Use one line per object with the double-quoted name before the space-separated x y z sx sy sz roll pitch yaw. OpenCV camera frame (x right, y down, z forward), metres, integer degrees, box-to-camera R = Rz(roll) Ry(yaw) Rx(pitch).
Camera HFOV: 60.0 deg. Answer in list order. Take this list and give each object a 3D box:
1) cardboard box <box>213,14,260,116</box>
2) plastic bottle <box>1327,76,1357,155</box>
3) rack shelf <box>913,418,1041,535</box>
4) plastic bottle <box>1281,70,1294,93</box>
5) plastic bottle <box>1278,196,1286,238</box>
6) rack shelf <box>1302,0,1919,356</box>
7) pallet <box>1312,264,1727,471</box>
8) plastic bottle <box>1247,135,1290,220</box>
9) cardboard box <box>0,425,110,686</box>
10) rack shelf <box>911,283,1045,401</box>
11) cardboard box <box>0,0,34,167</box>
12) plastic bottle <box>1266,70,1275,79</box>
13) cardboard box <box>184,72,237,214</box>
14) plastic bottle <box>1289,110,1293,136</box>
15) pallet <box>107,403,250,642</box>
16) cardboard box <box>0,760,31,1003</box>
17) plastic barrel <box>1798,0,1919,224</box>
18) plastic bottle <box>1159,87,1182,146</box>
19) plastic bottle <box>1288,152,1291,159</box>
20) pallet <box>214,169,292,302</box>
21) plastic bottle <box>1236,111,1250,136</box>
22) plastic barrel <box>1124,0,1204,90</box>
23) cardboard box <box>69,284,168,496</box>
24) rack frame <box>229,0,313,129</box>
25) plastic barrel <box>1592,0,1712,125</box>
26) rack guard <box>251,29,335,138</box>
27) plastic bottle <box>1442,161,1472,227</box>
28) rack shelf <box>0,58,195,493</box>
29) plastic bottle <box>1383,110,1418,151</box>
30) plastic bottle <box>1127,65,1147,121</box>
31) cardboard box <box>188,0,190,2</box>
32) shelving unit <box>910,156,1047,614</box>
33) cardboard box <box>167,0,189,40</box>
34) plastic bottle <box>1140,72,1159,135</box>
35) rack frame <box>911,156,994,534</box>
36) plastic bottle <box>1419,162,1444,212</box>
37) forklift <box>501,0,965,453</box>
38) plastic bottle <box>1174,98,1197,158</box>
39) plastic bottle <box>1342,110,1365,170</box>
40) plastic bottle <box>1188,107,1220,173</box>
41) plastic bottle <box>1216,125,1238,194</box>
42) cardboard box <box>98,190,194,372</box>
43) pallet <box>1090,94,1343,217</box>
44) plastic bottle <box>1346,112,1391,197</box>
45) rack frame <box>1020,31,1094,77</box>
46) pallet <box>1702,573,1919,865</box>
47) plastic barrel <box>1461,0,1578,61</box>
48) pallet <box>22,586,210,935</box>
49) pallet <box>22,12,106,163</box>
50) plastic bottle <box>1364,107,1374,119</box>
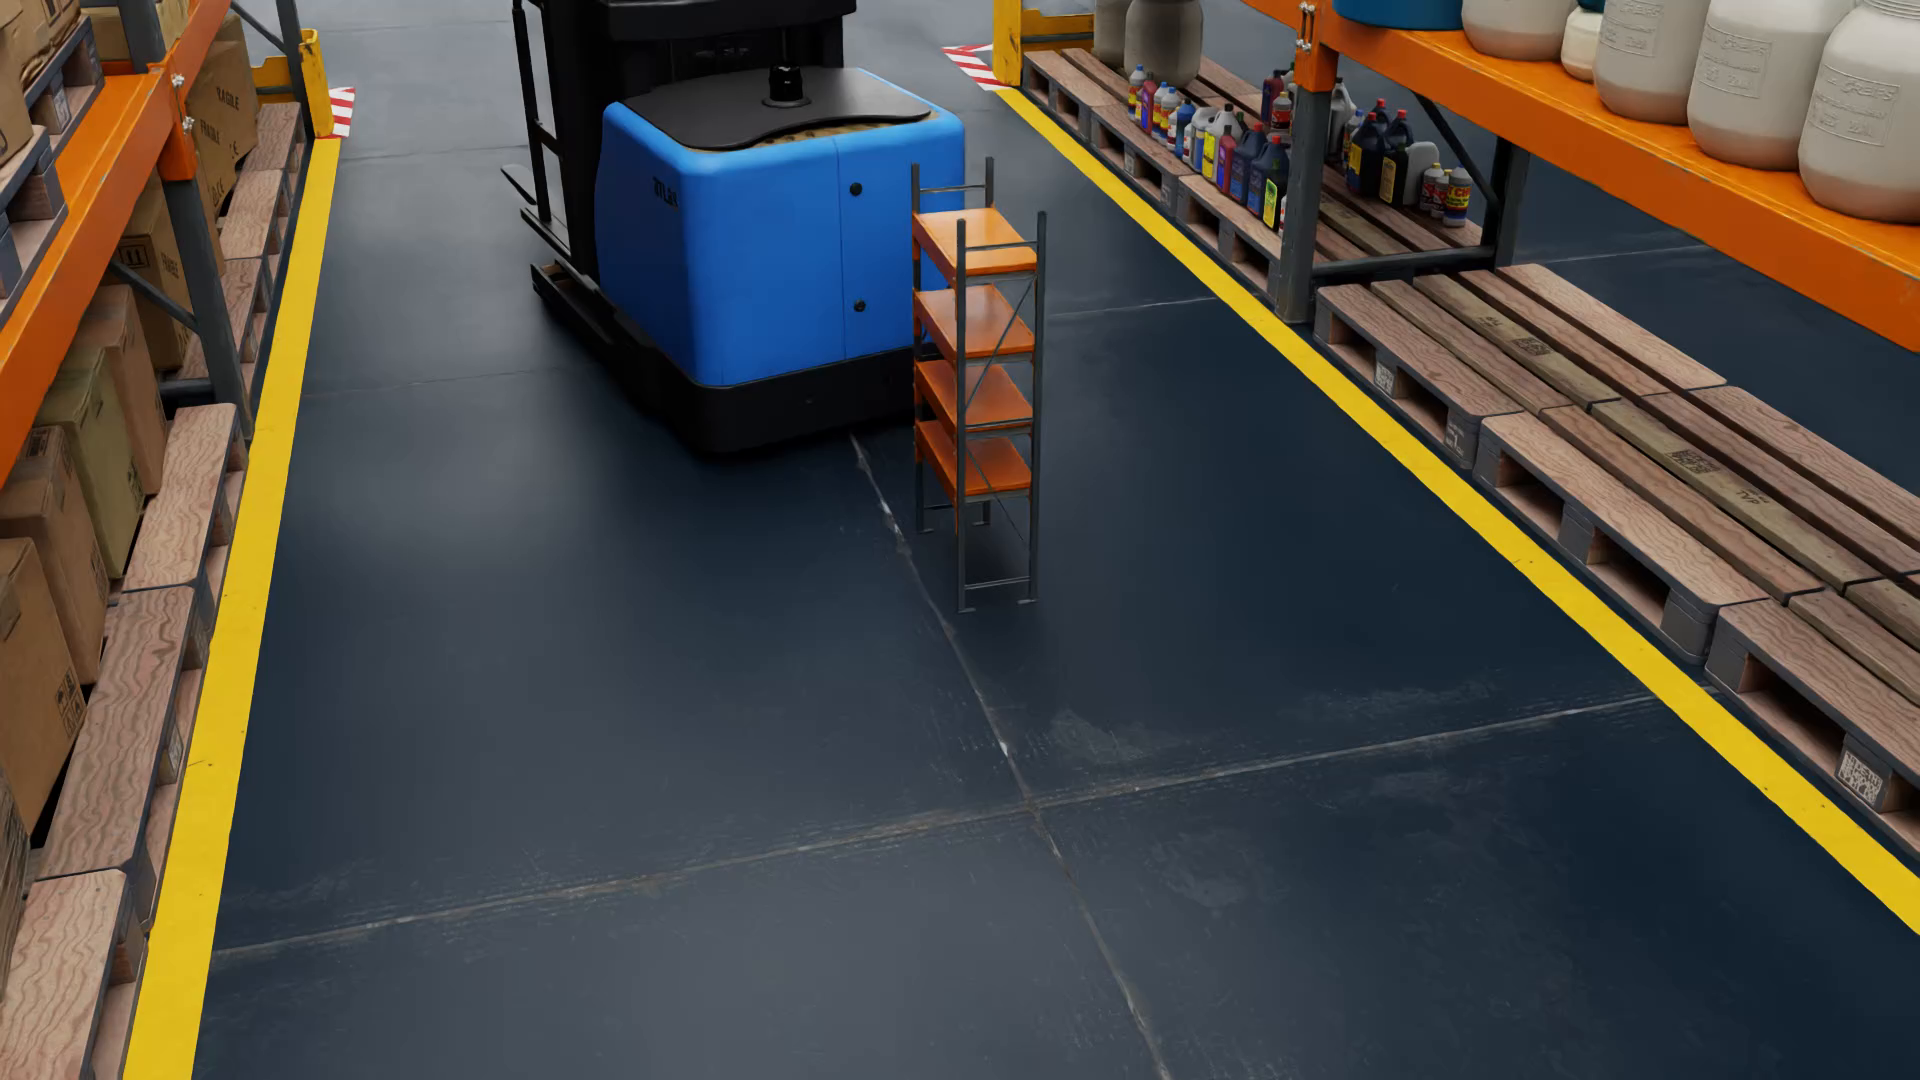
"cardboard box" -3.896 -2.331 8.360 0.500 0.500 0.500 -2 30 -4
"plastic bottle" 1.814 -2.047 7.998 0.144 0.351 0.185 -8 31 -14
"rack shelf" 0.044 -0.209 4.944 0.258 0.148 0.480 -8 31 -13
"plastic bottle" 1.680 -2.251 8.425 0.152 0.276 0.135 -8 31 -13
"plastic bottle" 1.395 -1.375 6.985 0.097 0.201 0.097 0 30 0
"rack shelf" 2.322 -0.985 4.675 1.077 0.370 4.000 -8 31 -13
"pallet" 2.037 -0.681 6.216 1.003 0.211 1.213 -8 31 -13
"plastic bottle" 1.343 -1.579 7.188 0.144 0.351 0.185 -9 31 -15
"cardboard box" -2.584 0.091 4.155 0.700 0.500 0.500 -11 32 -18
"rack shelf" 0.044 -0.575 4.733 0.258 0.148 0.480 -8 31 -13
"cardboard box" -2.435 -1.005 3.469 0.797 0.503 0.637 -5 30 -8
"plastic bottle" 1.640 -2.344 8.660 0.097 0.201 0.097 0 30 0
"cardboard box" -3.556 -1.742 7.342 0.500 0.500 0.500 -5 30 -9
"plastic bottle" 1.660 -2.035 8.126 0.097 0.201 0.097 0 30 0
"pallet" -2.776 -0.021 5.075 1.003 0.211 1.213 -8 31 -13
"cardboard box" -2.279 0.633 3.218 0.700 0.500 0.500 -10 32 -17
"plastic barrel" 2.262 -1.050 3.959 0.421 0.512 0.421 0 30 0
"plastic bottle" 1.028 -2.072 8.121 0.097 0.271 0.097 0 30 0
"plastic bottle" 1.482 -1.598 7.221 0.144 0.351 0.185 -8 31 -13
"pallet" -3.524 -1.306 7.296 1.003 0.211 1.213 -8 31 -13
"plastic bottle" 1.298 -1.824 7.680 0.061 0.283 0.133 -8 31 -13
"plastic barrel" 1.111 -2.749 9.069 0.421 0.512 0.421 0 30 0
"cardboard box" -2.842 -0.412 5.024 0.700 0.500 0.500 -10 32 -17
"rack frame" -4.046 -3.535 8.363 1.000 3.000 0.127 -8 31 -13
"plastic barrel" 2.029 -1.475 4.669 0.433 0.535 0.433 0 30 0
"rack guard" -4.025 -2.417 8.926 1.175 0.500 0.348 -8 31 -13
"plastic bottle" 2.130 -1.484 7.103 0.097 0.271 0.097 0 30 0
"rack shelf" -2.453 -0.326 3.537 1.077 0.370 4.000 -8 31 -13
"plastic bottle" 1.977 -1.751 7.486 0.144 0.351 0.185 -7 31 -12
"plastic bottle" 0.911 -2.286 8.490 0.097 0.271 0.097 0 30 0
"cardboard box" -2.973 -1.997 5.957 0.380 0.149 0.250 -8 31 -13
"shelving unit" 0.044 -0.439 4.811 0.258 1.200 0.503 -8 31 -13
"cardboard box" -2.805 -1.761 5.549 0.380 0.149 0.250 -8 31 -13
"plastic bottle" 0.953 -2.180 8.294 0.061 0.283 0.133 -7 31 -12
"rack frame" -0.021 -0.557 5.015 0.240 1.200 0.015 -8 31 -13
"plastic bottle" 2.076 -1.552 7.291 0.097 0.201 0.097 0 30 0
"forklift" -1.131 -2.270 6.246 1.130 2.935 3.031 -16 34 -25
"plastic bottle" 1.082 -1.975 7.951 0.097 0.271 0.097 0 30 0
"plastic bottle" 1.852 -1.874 7.777 0.097 0.271 0.097 0 30 0
"plastic bottle" 1.167 -1.874 7.773 0.152 0.276 0.135 -7 31 -12
"plastic bottle" 1.208 -1.715 7.491 0.061 0.283 0.133 -6 31 -10
"cardboard box" -3.051 -0.902 5.890 0.500 0.500 0.500 -9 31 -15
"pallet" 1.326 -1.975 8.452 1.003 0.211 1.213 -8 31 -13
"plastic bottle" 1.838 -1.732 7.453 0.144 0.351 0.185 -8 31 -13
"rack frame" 0.730 -4.194 9.501 1.000 3.000 0.127 -8 31 -13
"pallet" 2.685 0.498 4.180 1.003 0.211 1.213 -8 31 -13
"plastic barrel" 1.834 -1.829 5.281 0.433 0.535 0.433 0 30 0
"pallet" -2.448 0.570 4.055 1.003 0.211 1.213 -8 31 -13
"pallet" -2.921 -1.132 4.403 1.003 0.211 1.213 -8 31 -13
"plastic bottle" 1.924 -1.898 7.807 0.061 0.283 0.133 -6 31 -11
